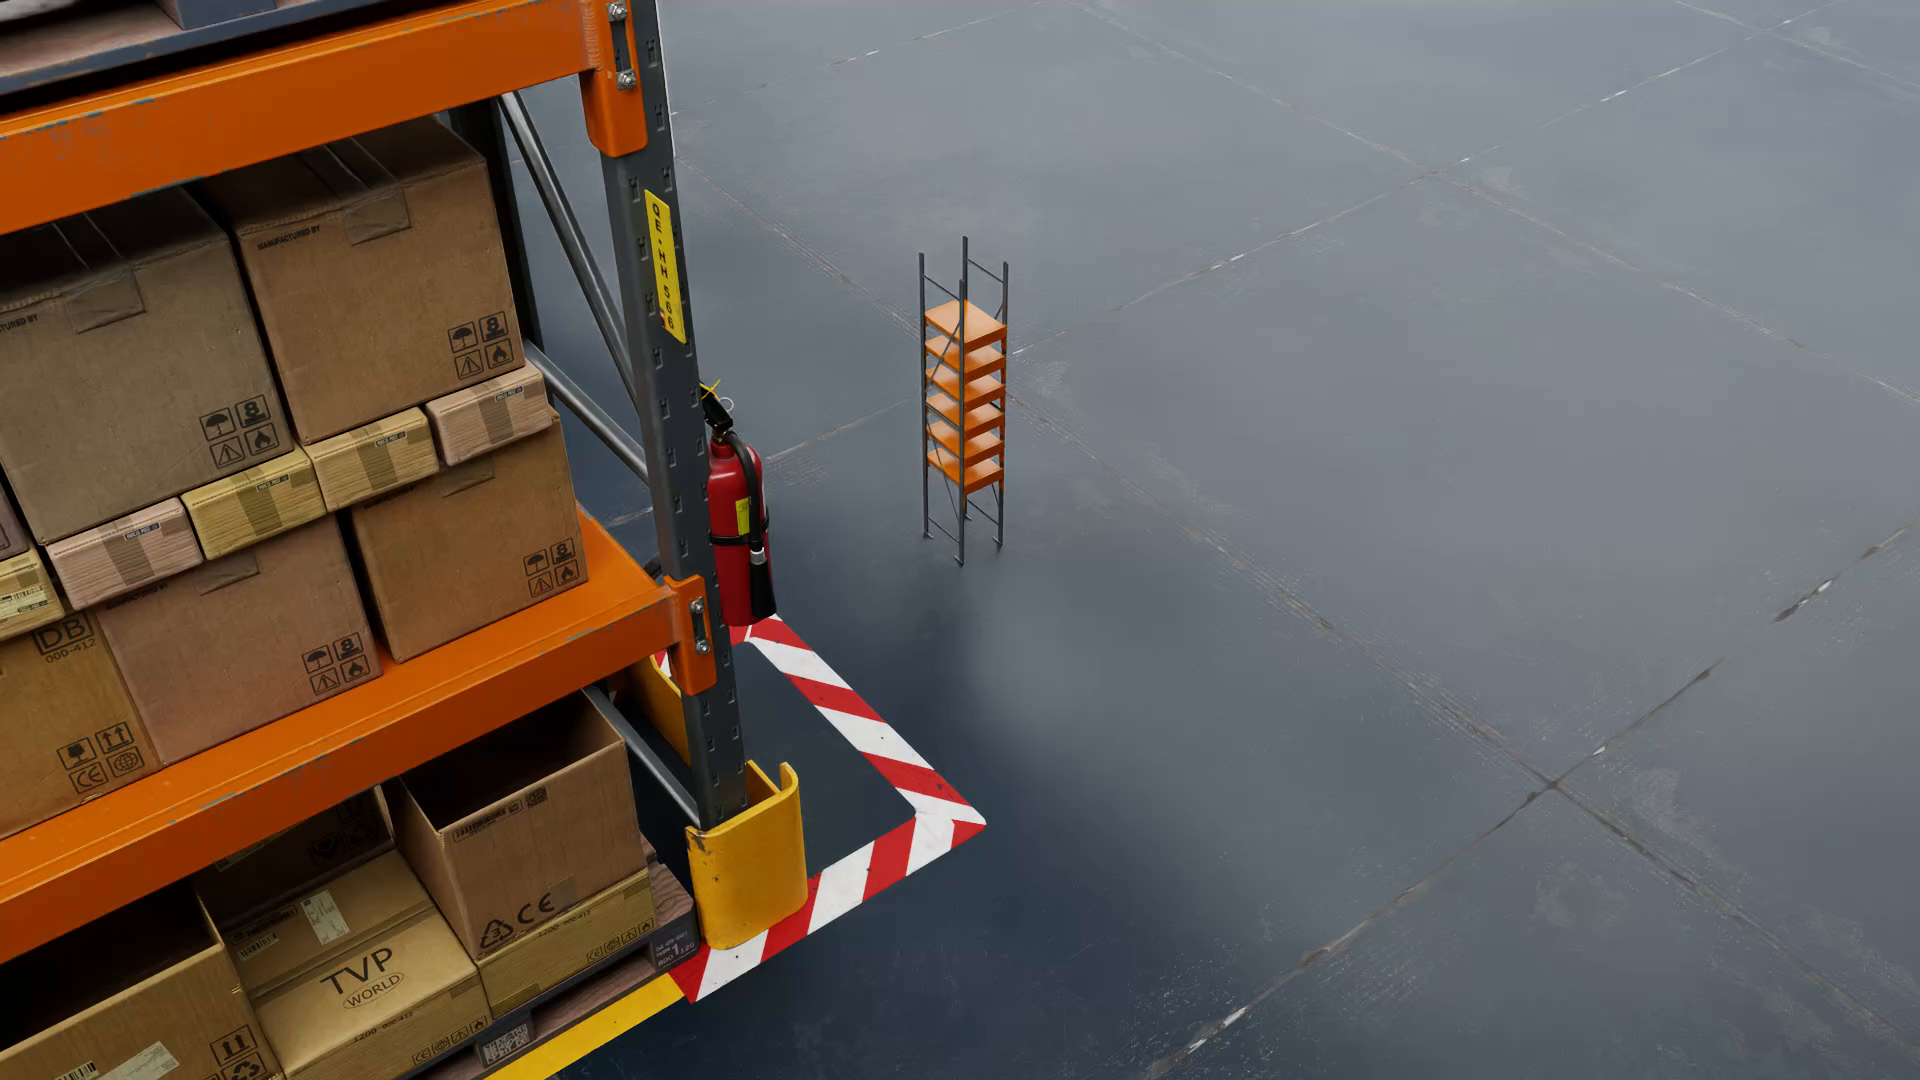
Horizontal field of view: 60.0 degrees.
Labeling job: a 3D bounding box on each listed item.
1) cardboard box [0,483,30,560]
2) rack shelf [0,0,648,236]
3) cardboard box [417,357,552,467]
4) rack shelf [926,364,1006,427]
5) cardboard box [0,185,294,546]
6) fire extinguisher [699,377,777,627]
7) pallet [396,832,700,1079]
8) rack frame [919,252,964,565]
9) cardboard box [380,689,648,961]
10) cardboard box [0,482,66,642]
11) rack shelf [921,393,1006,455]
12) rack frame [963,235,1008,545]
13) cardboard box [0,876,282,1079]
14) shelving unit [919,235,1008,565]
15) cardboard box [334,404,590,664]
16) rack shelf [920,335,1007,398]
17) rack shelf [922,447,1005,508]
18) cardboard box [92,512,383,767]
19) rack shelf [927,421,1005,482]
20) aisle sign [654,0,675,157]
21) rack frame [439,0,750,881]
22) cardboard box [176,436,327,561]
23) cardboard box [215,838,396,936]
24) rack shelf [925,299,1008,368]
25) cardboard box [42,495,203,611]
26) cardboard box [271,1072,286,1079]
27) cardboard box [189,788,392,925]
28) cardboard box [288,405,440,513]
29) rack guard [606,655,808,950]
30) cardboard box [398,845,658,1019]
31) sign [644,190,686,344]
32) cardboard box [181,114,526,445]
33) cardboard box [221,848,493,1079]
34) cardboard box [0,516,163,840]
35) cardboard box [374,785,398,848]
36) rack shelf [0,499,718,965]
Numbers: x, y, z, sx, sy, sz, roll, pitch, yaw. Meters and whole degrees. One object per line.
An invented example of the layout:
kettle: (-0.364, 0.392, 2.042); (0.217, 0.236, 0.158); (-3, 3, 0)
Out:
cardboard box: (-2.170, -0.253, 3.091); (0.500, 0.500, 0.700); (-26, 46, -28)
rack shelf: (-2.523, -0.417, 2.595); (4.000, 0.370, 1.077); (-26, 46, -28)
cardboard box: (-1.124, -0.354, 3.726); (0.250, 0.149, 0.380); (-27, 46, -29)
rack shelf: (0.011, -0.528, 5.828); (0.180, 0.103, 0.258); (-26, 46, -28)
cardboard box: (-1.771, -0.448, 3.329); (0.500, 0.500, 0.700); (-27, 47, -29)
fire extinguisher: (-0.560, -0.090, 4.056); (0.183, 0.674, 0.296); (-26, 46, -28)
pallet: (-1.518, 1.087, 4.759); (1.213, 0.211, 1.003); (-26, 46, -28)
rack frame: (-0.061, -0.434, 5.833); (0.006, 1.200, 0.240); (-26, 46, -28)
cardboard box: (-1.181, 0.660, 4.326); (0.500, 0.500, 0.500); (-26, 46, -28)
cardboard box: (-1.942, 0.045, 3.240); (0.250, 0.149, 0.380); (-25, 45, -27)
rack shelf: (0.011, -0.435, 5.904); (0.180, 0.103, 0.258); (-26, 46, -28)
rack frame: (0.084, -0.505, 5.919); (0.006, 1.200, 0.240); (-26, 46, -28)
cardboard box: (-1.965, 1.054, 3.846); (0.500, 0.500, 0.500); (-26, 46, -28)
shelving unit: (0.011, -0.469, 5.876); (0.189, 1.200, 0.258); (-26, 46, -28)
cardboard box: (-1.315, -0.173, 4.017); (0.500, 0.500, 0.700); (-26, 46, -28)
rack shelf: (0.011, -0.621, 5.752); (0.180, 0.103, 0.258); (-26, 46, -28)
rack shelf: (0.011, -0.250, 6.057); (0.180, 0.103, 0.258); (-26, 46, -28)
cardboard box: (-1.729, 0.033, 3.766); (0.500, 0.500, 0.700); (-25, 45, -27)
rack shelf: (0.011, -0.342, 5.981); (0.180, 0.103, 0.258); (-26, 46, -28)
aisle sign: (-0.706, -1.191, 3.287); (0.004, 0.787, 0.394); (-26, 46, -28)
rack frame: (-0.937, -0.308, 4.260); (0.127, 3.000, 1.000); (-26, 46, -28)
cardboard box: (-1.533, -0.153, 3.481); (0.250, 0.149, 0.380); (-27, 46, -29)
cardboard box: (-1.892, 0.883, 4.645); (0.500, 0.250, 0.500); (-26, 46, -28)
rack shelf: (0.011, -0.713, 5.676); (0.180, 0.103, 0.258); (-26, 46, -28)
cardboard box: (-1.734, -0.057, 3.364); (0.250, 0.149, 0.380); (-25, 46, -28)
cardboard box: (-1.967, 1.342, 4.086); (0.500, 0.250, 0.500); (-26, 46, -28)
cardboard box: (-1.893, 0.592, 4.408); (0.500, 0.500, 0.500); (-26, 46, -28)
cardboard box: (-1.331, -0.252, 3.602); (0.250, 0.149, 0.380); (-25, 45, -27)
rack guard: (-0.918, 0.649, 5.065); (0.348, 0.500, 1.175); (-26, 46, -28)
cardboard box: (-1.182, 0.949, 4.565); (0.500, 0.250, 0.500); (-26, 46, -28)
sign: (-0.618, -0.569, 3.479); (0.005, 0.325, 0.100); (-26, 46, -28)
cardboard box: (-1.357, -0.654, 3.580); (0.500, 0.500, 0.700); (-26, 46, -28)
cardboard box: (-1.571, 1.148, 4.323); (0.500, 0.250, 0.500); (-26, 46, -28)
cardboard box: (-2.126, 0.222, 3.536); (0.500, 0.500, 0.700); (-26, 46, -28)
cardboard box: (-1.498, 0.688, 4.883); (0.500, 0.250, 0.500); (-26, 46, -28)
rack shelf: (-2.523, 0.743, 3.546); (4.000, 0.370, 1.077); (-26, 46, -28)
